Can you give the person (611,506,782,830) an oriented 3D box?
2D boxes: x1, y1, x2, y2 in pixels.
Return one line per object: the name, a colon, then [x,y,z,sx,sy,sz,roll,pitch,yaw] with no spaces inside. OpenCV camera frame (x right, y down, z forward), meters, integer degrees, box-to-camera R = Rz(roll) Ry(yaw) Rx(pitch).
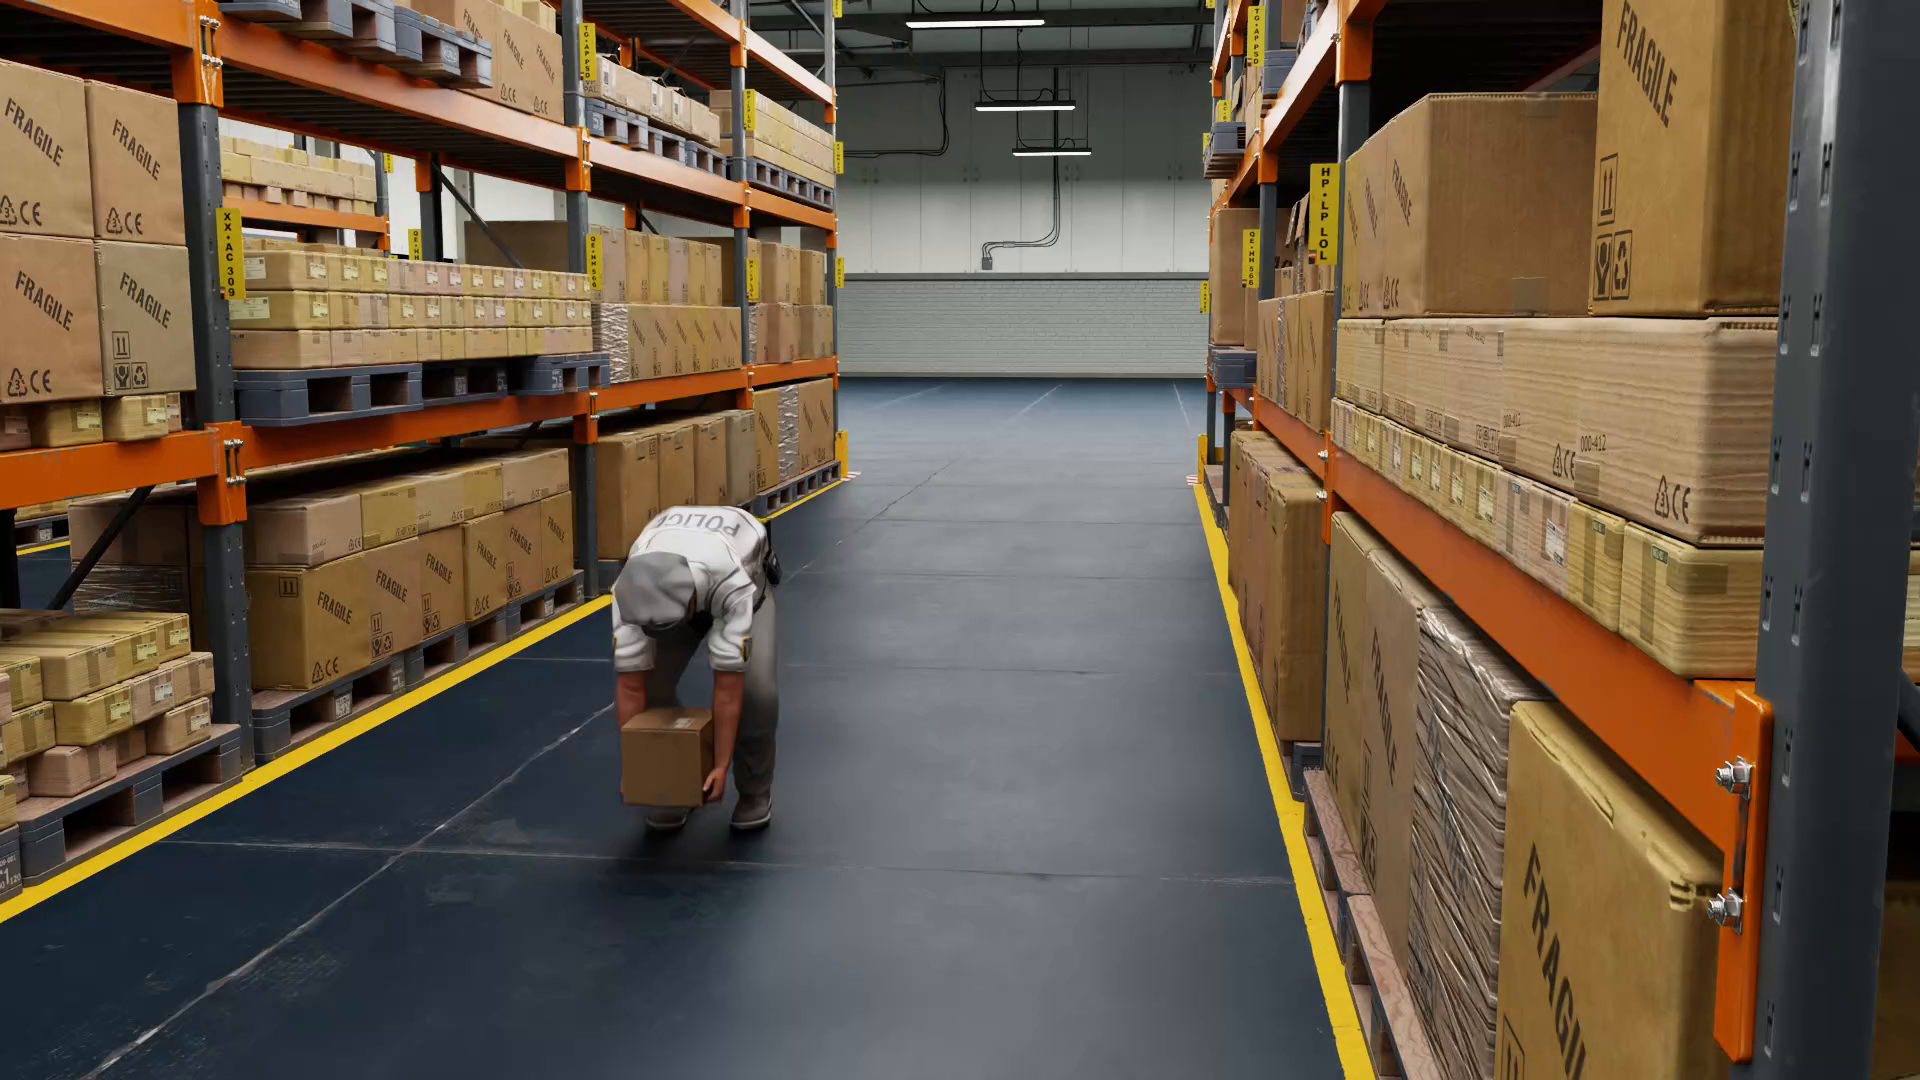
person: [-0.868,0.450,5.438,0.505,1.080,1.044,1,8,4]
